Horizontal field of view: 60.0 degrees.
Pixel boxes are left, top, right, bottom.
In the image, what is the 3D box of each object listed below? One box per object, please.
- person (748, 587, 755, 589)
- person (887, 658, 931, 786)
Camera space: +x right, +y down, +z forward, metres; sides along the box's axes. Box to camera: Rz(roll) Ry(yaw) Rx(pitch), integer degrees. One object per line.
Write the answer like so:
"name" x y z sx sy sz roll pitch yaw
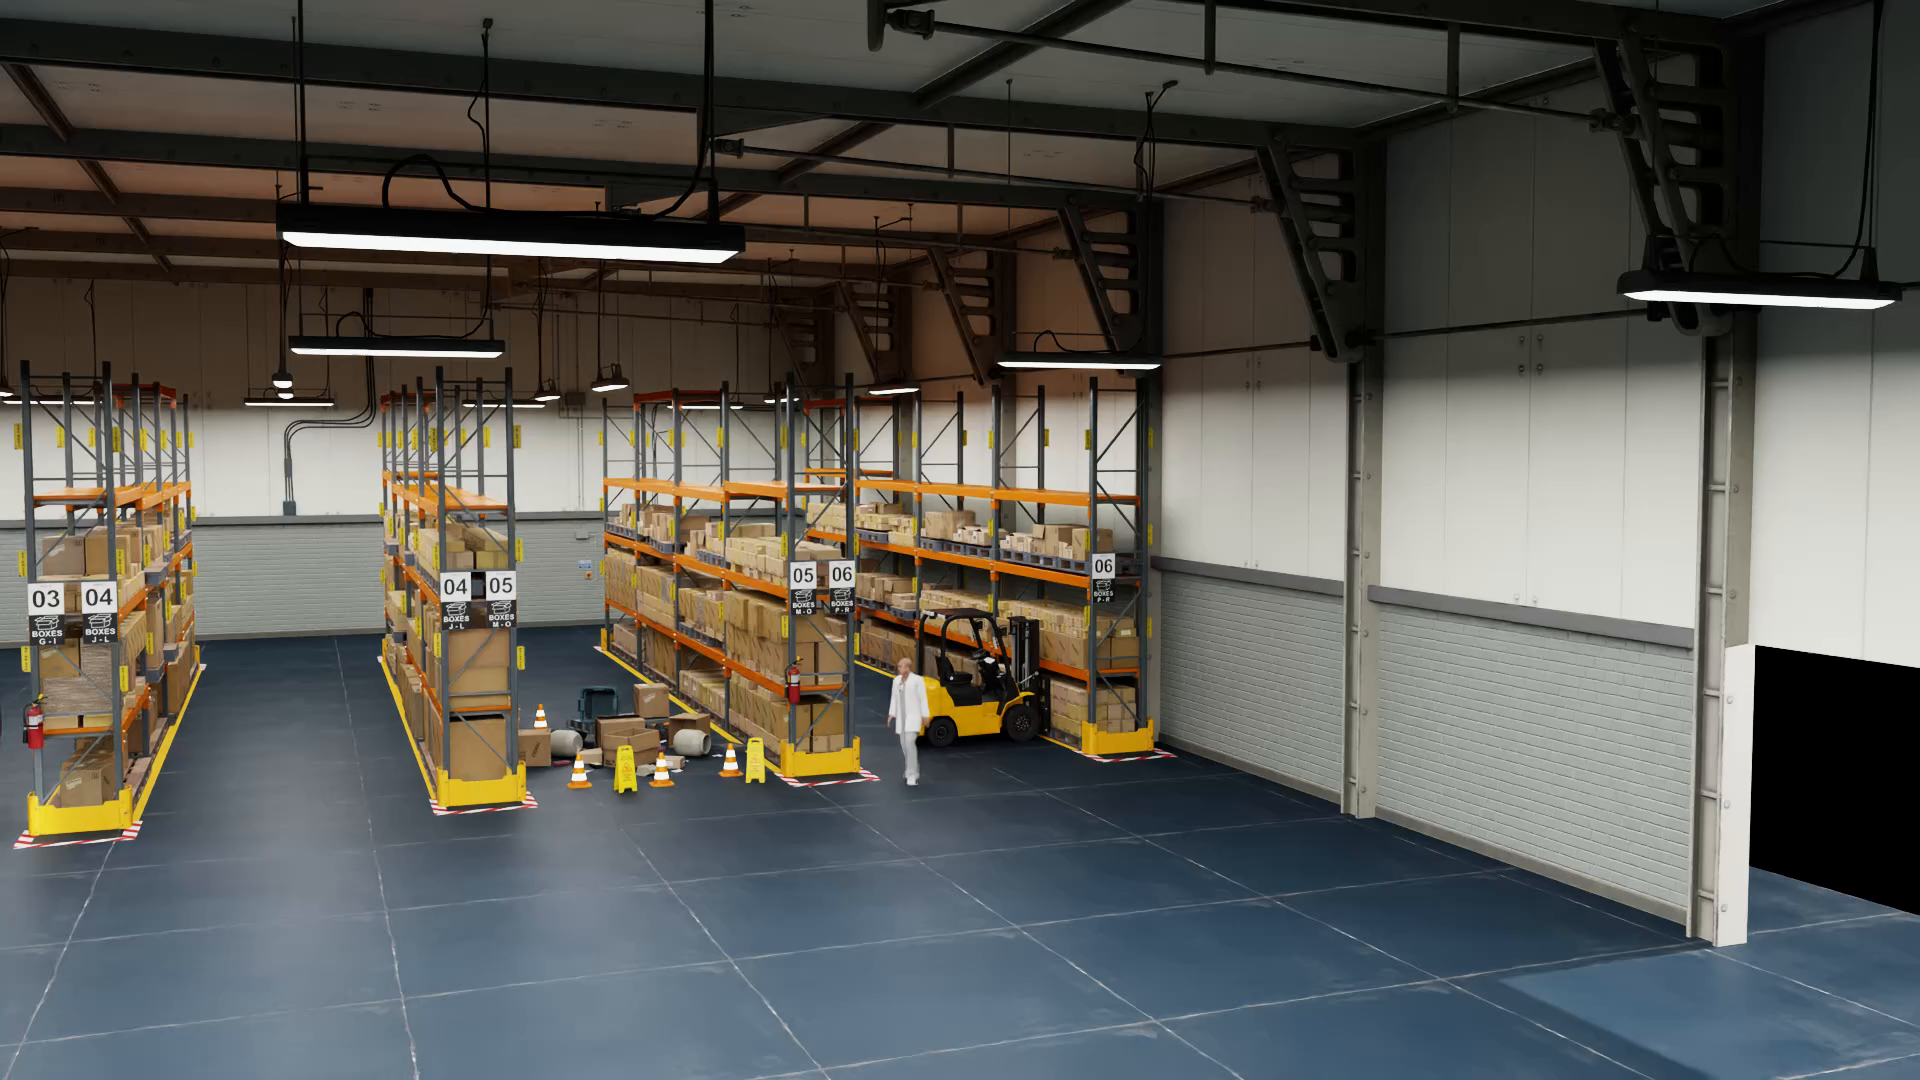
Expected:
"person" -4.687 1.892 37.733 0.429 1.668 0.532 2 4 26
"person" -0.793 2.655 24.456 0.678 1.826 0.621 3 4 39
